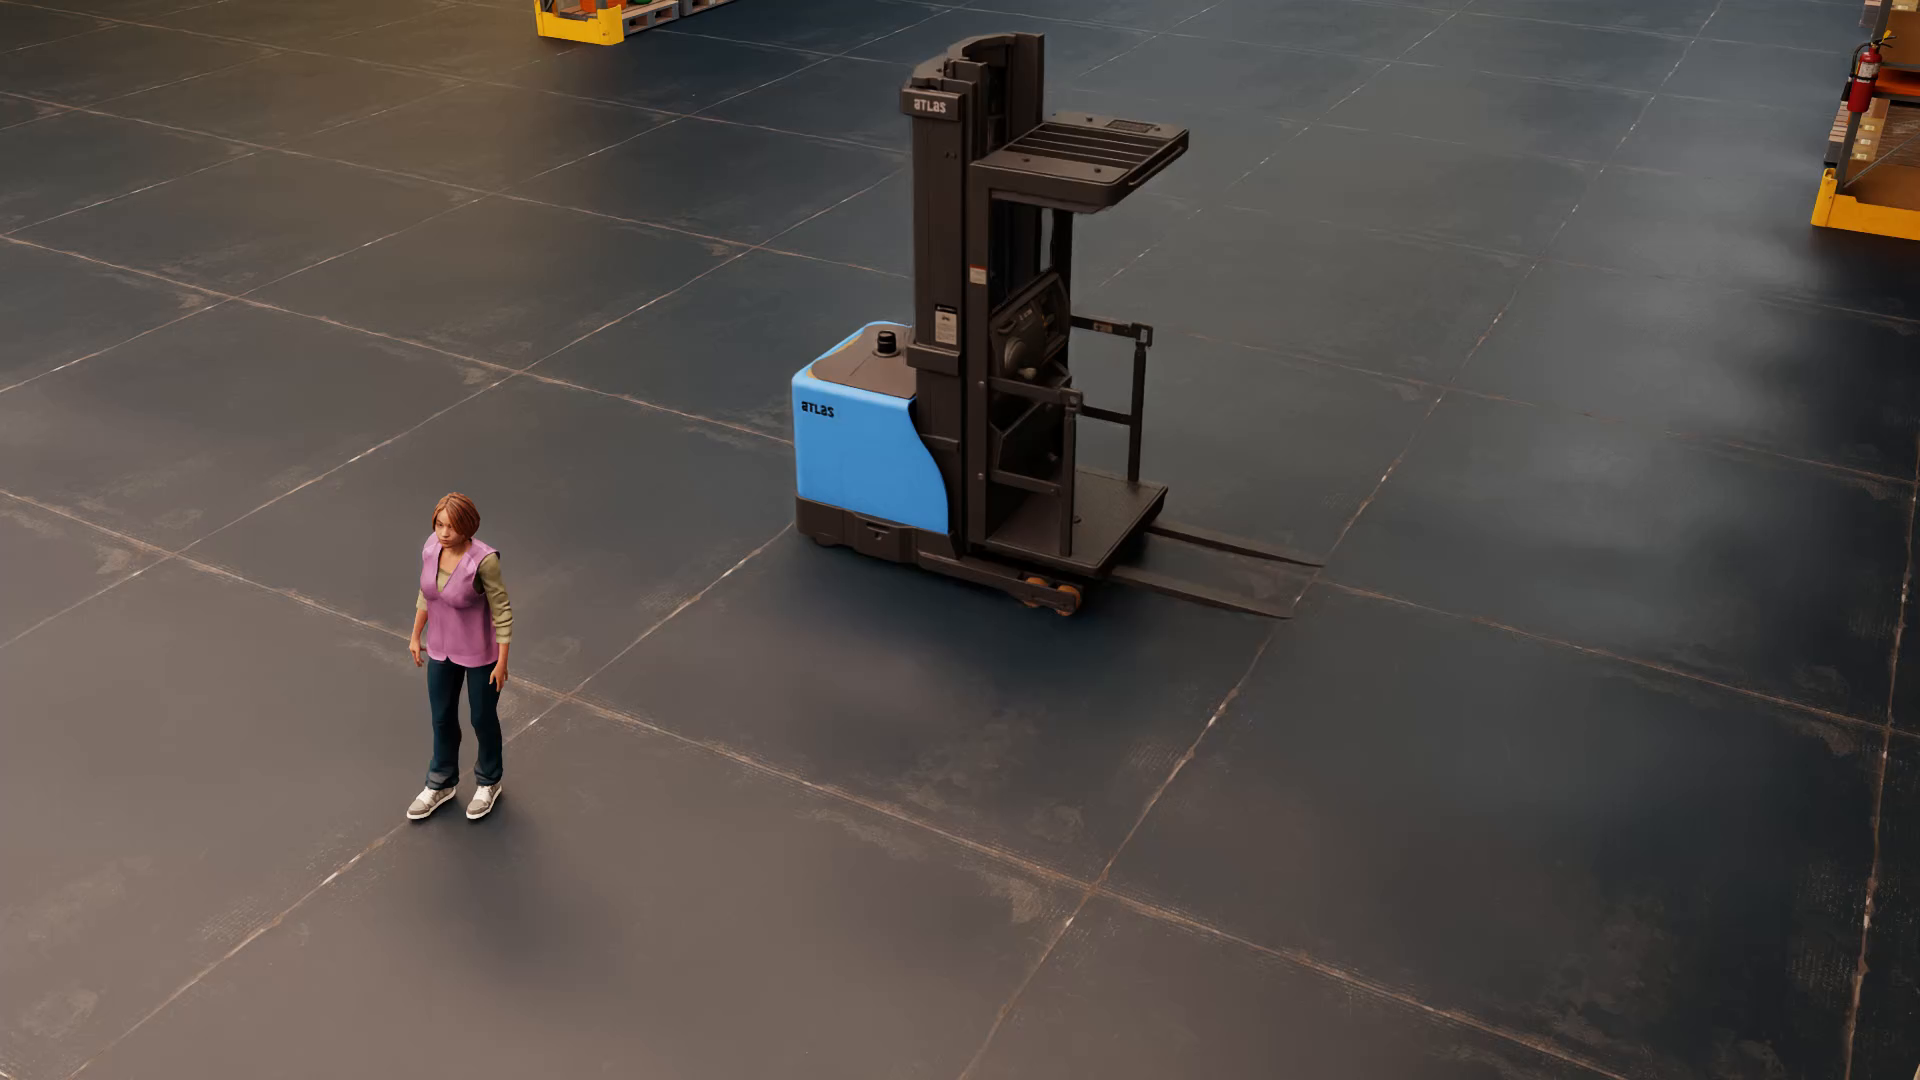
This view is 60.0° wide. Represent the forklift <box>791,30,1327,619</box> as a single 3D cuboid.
[{"bbox_3d":[0.567,-1.152,9.067,3.031,2.935,1.130,14,33,23],"label":"forklift"}]

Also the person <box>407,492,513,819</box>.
[{"bbox_3d":[-2.264,0.546,7.444,0.520,1.597,0.475,11,32,18],"label":"person"}]
